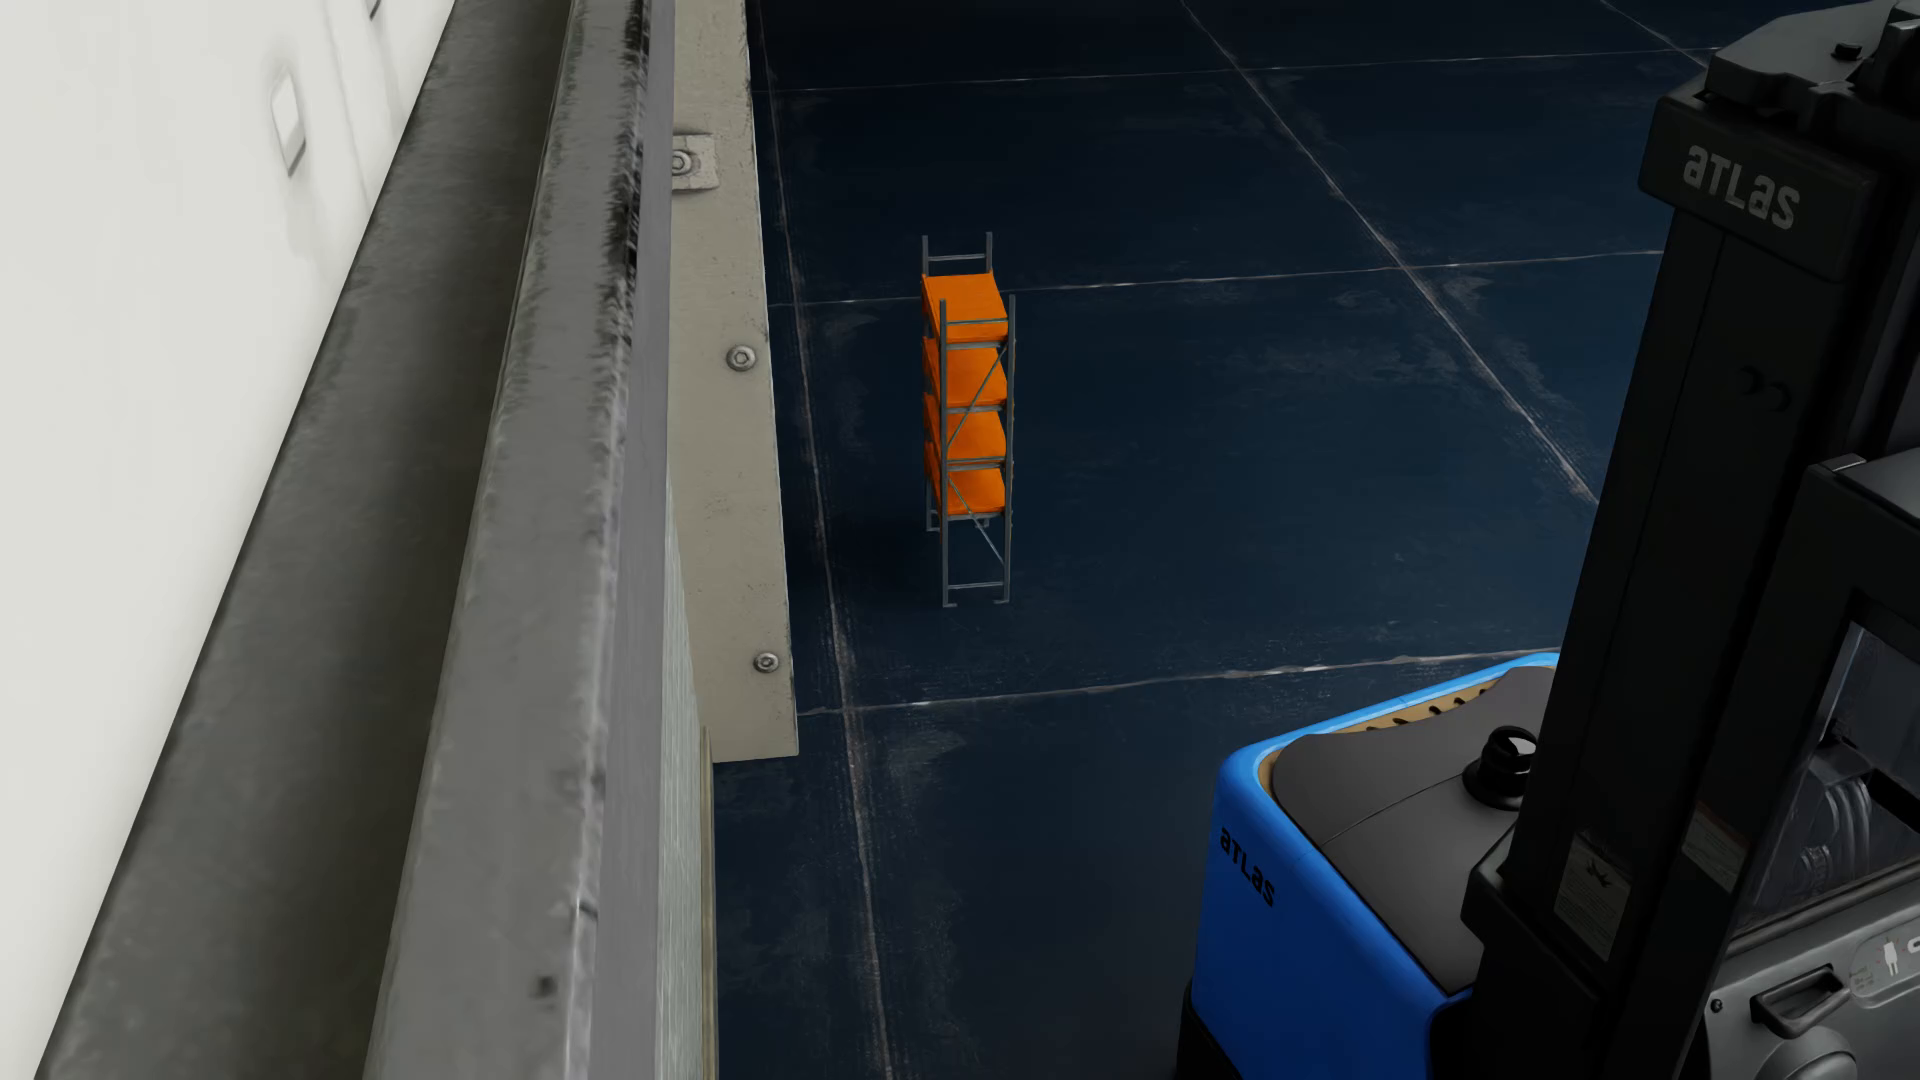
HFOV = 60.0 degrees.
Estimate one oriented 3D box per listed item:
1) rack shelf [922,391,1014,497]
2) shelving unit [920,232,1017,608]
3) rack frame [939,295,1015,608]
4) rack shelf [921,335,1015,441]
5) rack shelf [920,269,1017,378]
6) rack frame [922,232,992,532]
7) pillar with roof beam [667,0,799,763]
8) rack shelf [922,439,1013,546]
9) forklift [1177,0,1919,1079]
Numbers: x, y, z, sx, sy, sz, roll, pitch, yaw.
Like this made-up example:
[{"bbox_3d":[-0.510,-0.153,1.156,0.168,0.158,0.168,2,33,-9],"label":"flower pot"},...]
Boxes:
[{"bbox_3d":[0.022,-0.348,5.814,0.258,0.148,0.480,-4,35,-6],"label":"rack shelf"},{"bbox_3d":[0.022,-0.403,5.777,0.258,1.200,0.503,-4,35,-6],"label":"shelving unit"},{"bbox_3d":[0.055,-0.267,5.577,0.240,1.200,0.015,-4,35,-6],"label":"rack frame"},{"bbox_3d":[0.022,-0.533,5.688,0.258,0.148,0.480,-4,35,-6],"label":"rack shelf"},{"bbox_3d":[0.022,-0.728,5.555,0.258,0.148,0.480,-4,35,-6],"label":"rack shelf"},{"bbox_3d":[-0.011,-0.540,5.976,0.240,1.200,0.015,-4,35,-6],"label":"rack frame"},{"bbox_3d":[3.579,-3.465,3.343,9.100,9.000,0.400,-4,35,-6],"label":"pillar with roof beam"},{"bbox_3d":[0.022,-0.184,5.926,0.258,0.148,0.480,-4,35,-6],"label":"rack shelf"},{"bbox_3d":[1.615,0.792,2.486,1.130,2.935,3.031,-14,37,-20],"label":"forklift"}]
